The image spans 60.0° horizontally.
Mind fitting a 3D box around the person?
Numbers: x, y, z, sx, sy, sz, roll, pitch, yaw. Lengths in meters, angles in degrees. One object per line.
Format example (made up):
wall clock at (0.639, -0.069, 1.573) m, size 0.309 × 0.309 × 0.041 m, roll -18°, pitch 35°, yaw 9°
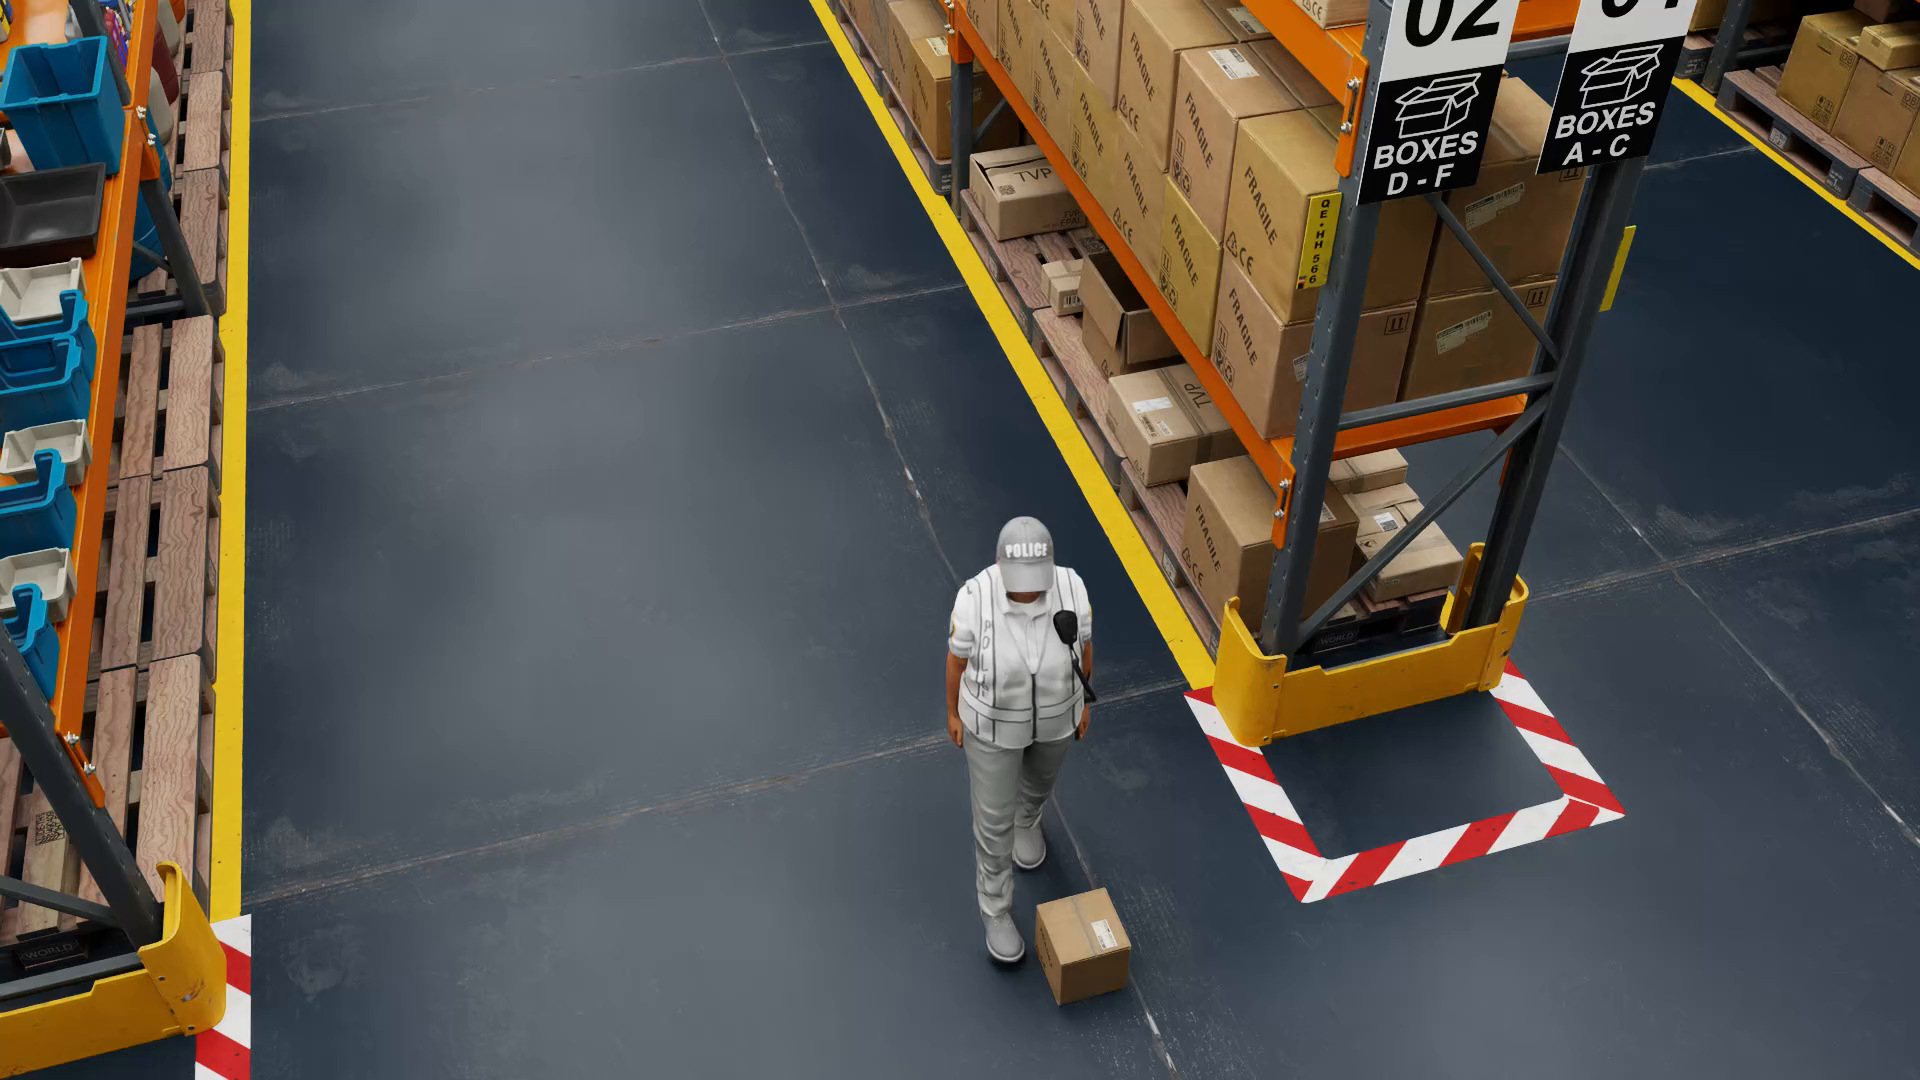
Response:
person at (0.226, 0.640, 5.458) m, size 0.487 × 1.651 × 0.697 m, roll -8°, pitch 43°, yaw -9°
